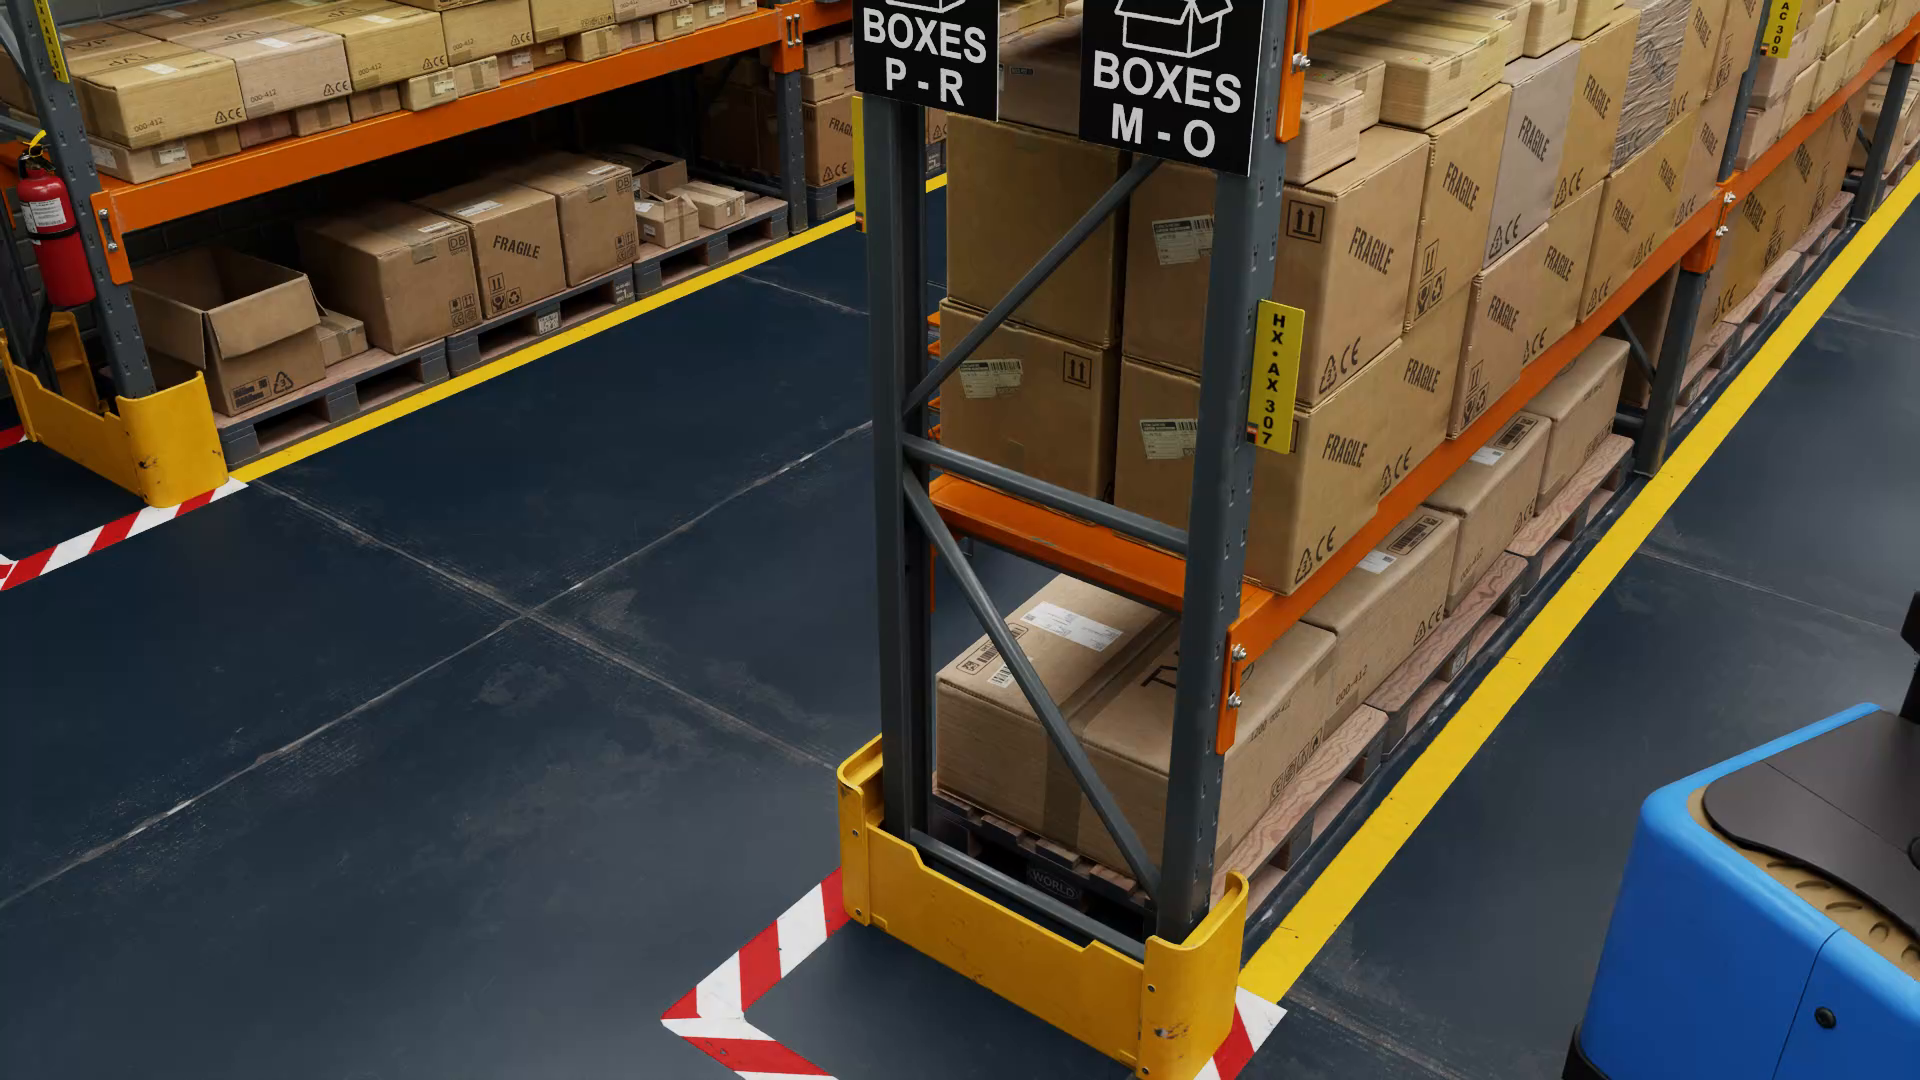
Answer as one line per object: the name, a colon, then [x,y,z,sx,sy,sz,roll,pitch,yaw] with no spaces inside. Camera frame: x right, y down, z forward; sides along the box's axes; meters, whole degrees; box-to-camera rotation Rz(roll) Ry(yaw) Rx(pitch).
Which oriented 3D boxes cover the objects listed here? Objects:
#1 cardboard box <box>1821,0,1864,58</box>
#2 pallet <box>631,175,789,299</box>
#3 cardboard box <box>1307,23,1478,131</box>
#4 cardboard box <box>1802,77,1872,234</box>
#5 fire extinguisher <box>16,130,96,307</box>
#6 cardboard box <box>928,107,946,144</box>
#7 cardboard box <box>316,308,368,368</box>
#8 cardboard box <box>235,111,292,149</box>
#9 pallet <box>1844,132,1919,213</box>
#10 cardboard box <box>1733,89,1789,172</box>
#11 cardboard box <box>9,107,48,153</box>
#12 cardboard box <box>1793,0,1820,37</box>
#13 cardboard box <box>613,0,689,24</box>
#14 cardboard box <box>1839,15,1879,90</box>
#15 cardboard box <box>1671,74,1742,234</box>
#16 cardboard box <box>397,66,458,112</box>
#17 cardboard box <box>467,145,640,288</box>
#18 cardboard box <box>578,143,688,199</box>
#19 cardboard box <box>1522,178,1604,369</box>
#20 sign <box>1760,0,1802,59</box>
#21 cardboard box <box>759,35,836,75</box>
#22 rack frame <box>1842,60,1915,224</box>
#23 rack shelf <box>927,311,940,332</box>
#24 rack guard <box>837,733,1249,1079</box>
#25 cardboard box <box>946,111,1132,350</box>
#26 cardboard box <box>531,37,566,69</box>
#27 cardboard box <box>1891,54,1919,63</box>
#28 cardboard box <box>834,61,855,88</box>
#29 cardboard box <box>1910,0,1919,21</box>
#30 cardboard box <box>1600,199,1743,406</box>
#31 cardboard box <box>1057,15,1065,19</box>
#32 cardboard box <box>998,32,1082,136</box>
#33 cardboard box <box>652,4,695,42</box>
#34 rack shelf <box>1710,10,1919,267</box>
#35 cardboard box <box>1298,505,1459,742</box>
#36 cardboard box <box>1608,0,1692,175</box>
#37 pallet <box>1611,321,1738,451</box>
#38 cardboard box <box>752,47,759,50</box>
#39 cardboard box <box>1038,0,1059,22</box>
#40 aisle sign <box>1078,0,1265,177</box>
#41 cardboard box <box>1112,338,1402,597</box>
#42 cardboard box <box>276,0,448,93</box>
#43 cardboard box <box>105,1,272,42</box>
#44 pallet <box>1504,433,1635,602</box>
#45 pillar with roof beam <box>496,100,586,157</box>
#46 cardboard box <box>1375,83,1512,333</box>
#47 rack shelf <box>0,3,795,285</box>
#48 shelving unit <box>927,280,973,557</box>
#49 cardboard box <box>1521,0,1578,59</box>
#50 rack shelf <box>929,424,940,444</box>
cardboard box: [3.736,-2.388,7.494,0.500,0.250,0.500,22,37,32]
pallet: [-1.747,-1.775,9.539,1.003,0.211,1.213,21,37,31]
cardboard box: [0.998,-1.112,3.969,0.380,0.149,0.250,22,37,33]
cardboard box: [4.559,-2.365,9.471,0.875,0.875,0.875,21,36,31]
fire extinguisher: [-3.467,-1.232,6.329,0.296,0.674,0.183,21,37,31]
cardboard box: [-0.242,-2.908,10.754,0.500,0.500,0.500,20,36,30]
cardboard box: [-3.014,-0.963,7.816,0.380,0.149,0.250,20,36,29]
cardboard box: [-3.082,-1.804,7.099,0.380,0.149,0.250,21,36,31]
pallet: [5.515,-2.471,10.713,1.003,0.211,1.213,21,37,31]
cardboard box: [3.104,-1.761,6.926,0.500,0.250,0.500,20,36,30]
cardboard box: [-3.761,-1.737,6.986,0.380,0.149,0.250,21,36,31]
cardboard box: [3.122,-2.291,6.596,0.500,0.500,0.500,22,37,32]
cardboard box: [-1.736,-2.827,8.434,0.500,0.250,0.500,21,37,31]
cardboard box: [4.046,-2.376,7.963,0.500,0.250,0.500,20,36,31]
cardboard box: [2.551,-1.504,6.247,0.500,0.500,0.500,21,37,32]
cardboard box: [-2.512,-2.078,7.560,0.380,0.149,0.250,20,36,30]
cardboard box: [-2.128,-1.710,8.734,0.700,0.500,0.500,20,36,30]
cardboard box: [-1.919,-2.082,9.547,0.500,0.311,0.500,23,37,33]
cardboard box: [1.625,-0.876,5.188,0.500,0.500,0.500,22,37,33]
sign: [3.071,-1.964,6.195,0.100,0.325,0.005,21,37,31]
cardboard box: [-0.952,-2.849,9.727,0.380,0.149,0.250,20,36,30]
rack frame: [5.042,-3.354,9.467,1.000,3.000,0.127,21,37,31]
rack shelf: [0.009,-0.794,6.293,0.258,0.103,0.180,21,37,31]
rack guard: [0.199,0.983,4.601,1.175,0.500,0.348,21,37,31]
cardboard box: [0.314,-0.844,4.154,0.500,0.500,0.500,22,37,33]
cardboard box: [-2.157,-2.432,8.158,0.380,0.149,0.250,22,37,32]
cardboard box: [6.292,-3.240,11.440,0.950,0.372,0.625,22,37,33]
cardboard box: [-0.798,-2.839,10.001,0.380,0.149,0.250,20,36,30]
cardboard box: [4.944,-3.004,9.024,0.500,0.250,0.500,20,36,30]
cardboard box: [2.938,-1.271,7.625,0.875,0.875,0.875,22,37,33]
cardboard box: [0.688,-3.547,11.833,0.500,0.500,0.500,21,36,31]
cardboard box: [0.270,-1.062,3.884,0.380,0.149,0.250,22,37,32]
cardboard box: [-1.601,-2.713,8.632,0.380,0.149,0.250,22,37,32]
rack shelf: [3.835,-2.231,8.279,1.077,0.370,4.000,21,37,31]
cardboard box: [1.077,0.146,5.663,0.875,0.438,0.875,22,37,33]
cardboard box: [1.950,-1.511,5.278,0.500,0.500,0.500,22,37,32]
pallet: [3.033,-0.865,8.003,1.003,0.211,1.213,21,37,31]
cardboard box: [-1.185,-2.985,10.249,0.380,0.149,0.250,21,37,31]
cardboard box: [0.457,-3.678,11.418,0.380,0.149,0.250,22,37,33]
aisle sign: [0.401,-1.102,3.117,0.394,0.787,0.004,21,37,31]
cardboard box: [0.732,-0.252,4.135,0.500,0.500,0.500,21,36,31]
cardboard box: [-2.650,-2.205,7.384,0.500,0.250,0.500,20,36,30]
cardboard box: [-3.368,-2.169,7.324,0.500,0.250,0.500,21,37,31]
pallet: [2.106,-0.243,6.954,1.003,0.211,1.213,21,37,31]
pillar with roof beam: [0.961,-4.504,5.524,9.100,9.000,0.400,21,37,31]
cardboard box: [1.036,-0.895,4.239,0.500,0.500,0.500,20,36,30]
rack shelf: [-2.539,-2.132,8.110,1.077,0.370,4.000,21,37,31]
shelving unit: [0.009,-0.522,6.454,0.258,1.200,0.189,21,37,31]
cardboard box: [1.443,-1.436,4.516,0.380,0.149,0.250,21,37,32]
rack shelf: [0.009,-0.381,6.538,0.258,0.103,0.180,21,37,31]
